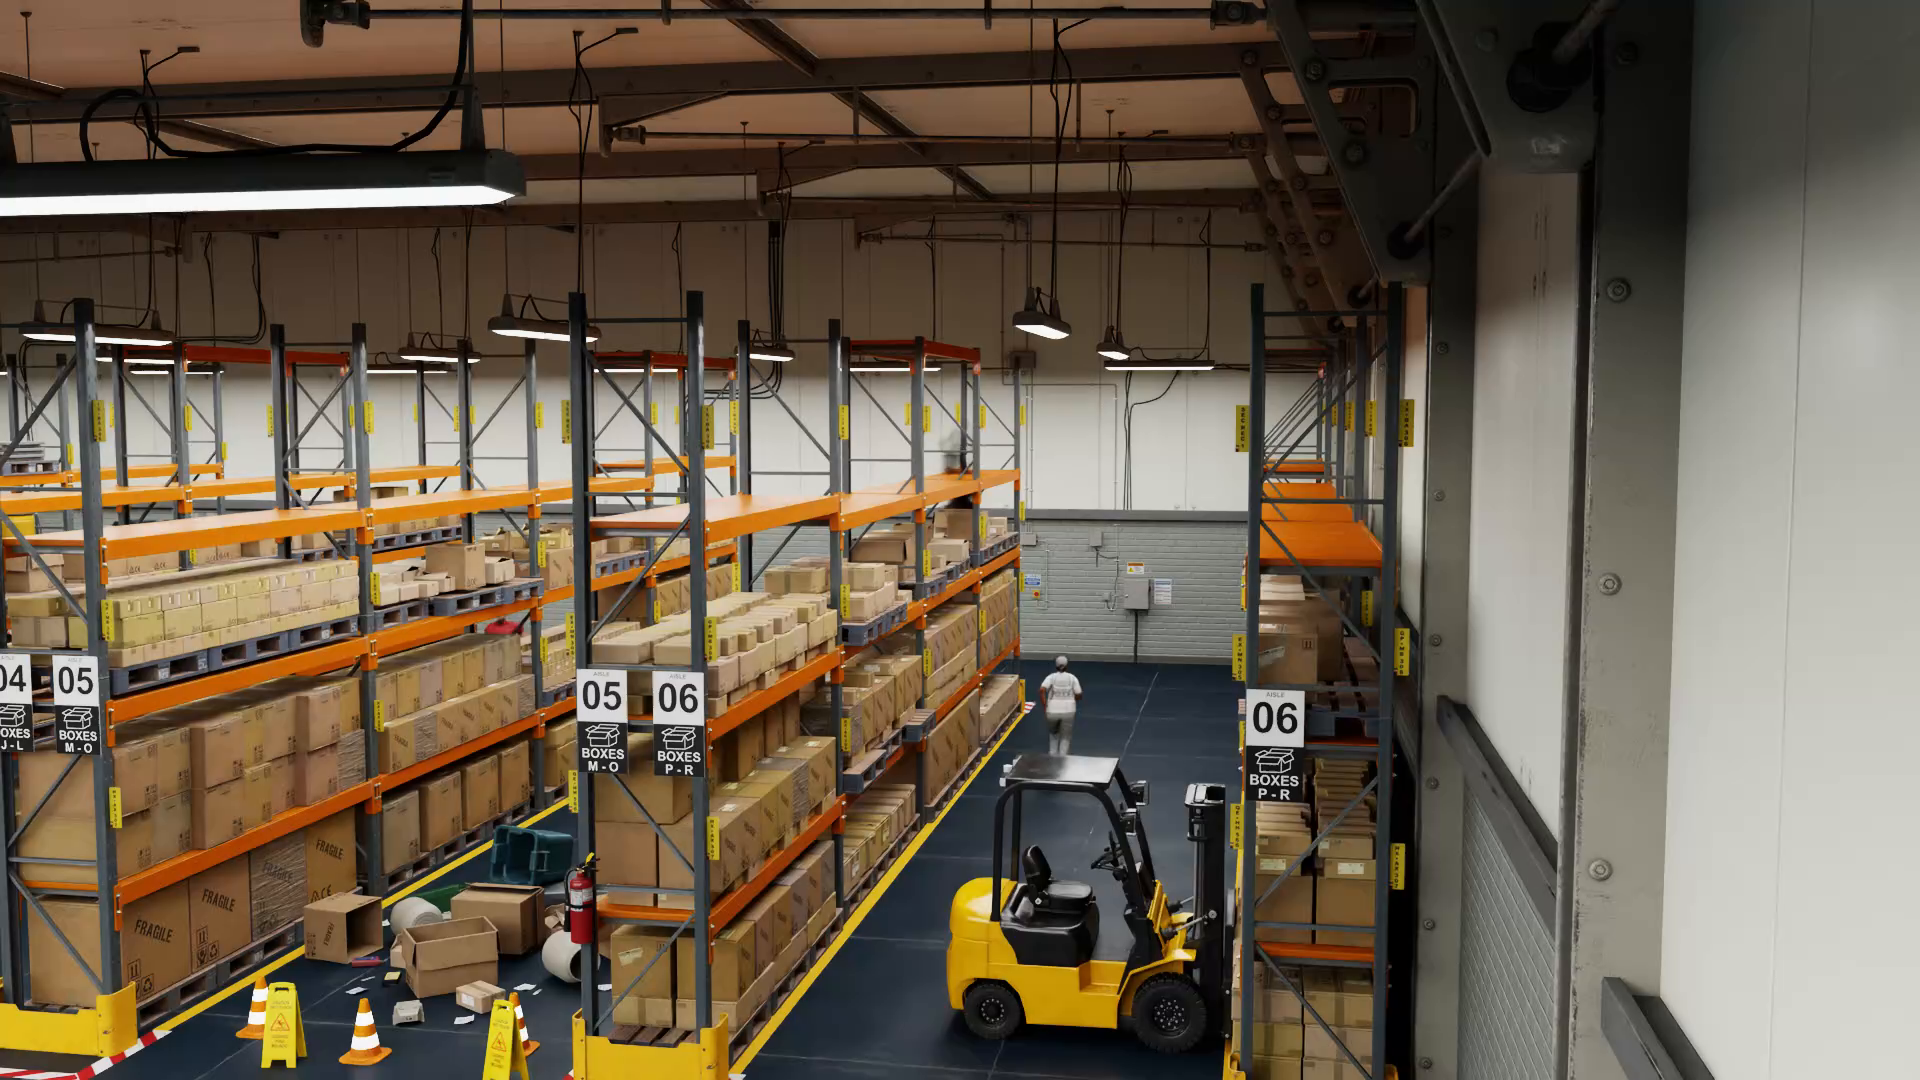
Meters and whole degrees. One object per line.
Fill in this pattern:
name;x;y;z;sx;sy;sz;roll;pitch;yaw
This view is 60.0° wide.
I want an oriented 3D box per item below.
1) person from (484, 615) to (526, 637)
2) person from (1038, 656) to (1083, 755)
person;-7.764;2.034;28.247;0.701;1.770;0.910;1;5;8
person;1.417;2.479;23.246;0.589;1.713;0.735;1;5;11
